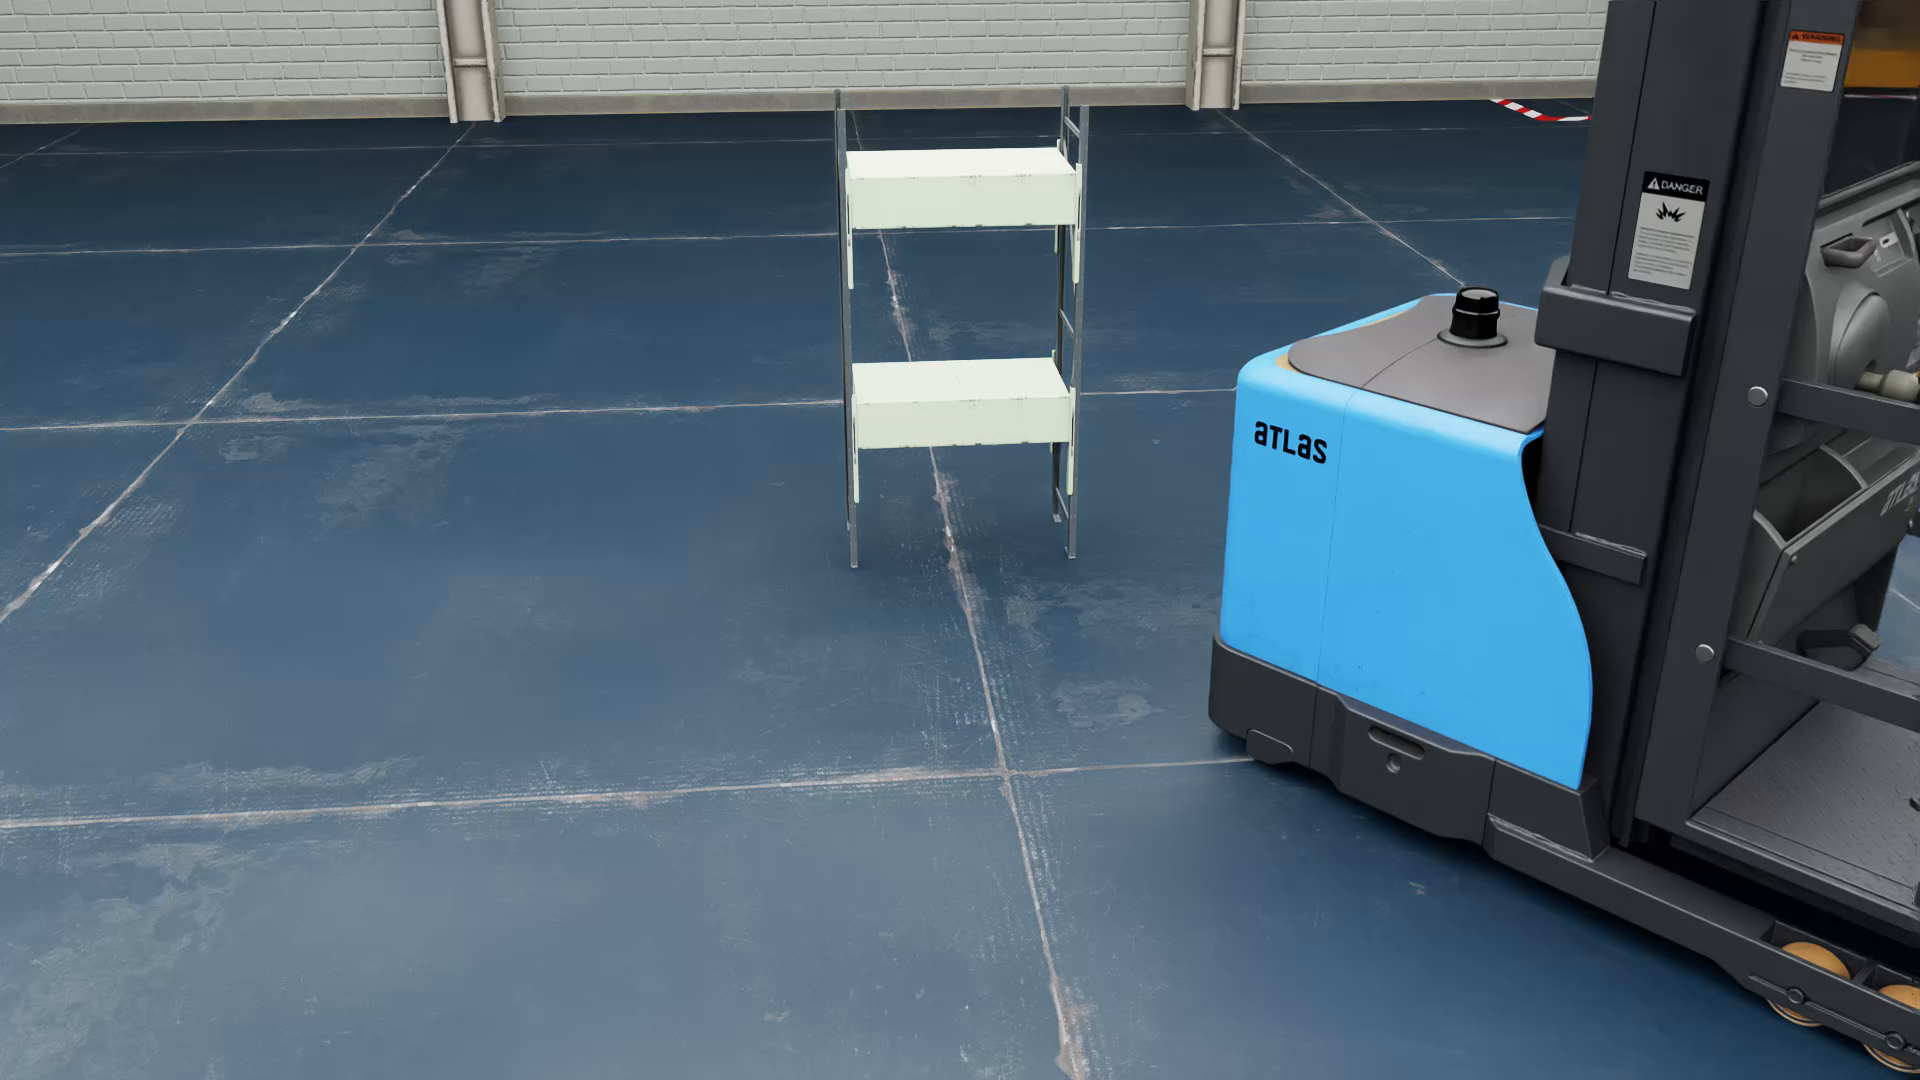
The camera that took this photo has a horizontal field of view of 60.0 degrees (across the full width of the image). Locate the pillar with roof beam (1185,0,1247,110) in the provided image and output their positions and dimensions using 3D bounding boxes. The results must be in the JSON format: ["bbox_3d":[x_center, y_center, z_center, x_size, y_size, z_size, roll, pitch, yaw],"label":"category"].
[{"bbox_3d":[2.527,-5.995,8.159,0.400,9.000,9.100,-2,24,-5],"label":"pillar with roof beam"}]

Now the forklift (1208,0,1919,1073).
[{"bbox_3d":[2.063,-0.508,3.285,1.130,2.935,3.031,-22,32,-40],"label":"forklift"}]

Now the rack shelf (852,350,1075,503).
[{"bbox_3d":[-0.007,-0.387,5.577,0.720,0.370,0.431,-2,24,-5],"label":"rack shelf"}]

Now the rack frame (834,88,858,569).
[{"bbox_3d":[-0.371,-0.670,5.412,0.023,1.500,0.400,-2,24,-5],"label":"rack frame"}]

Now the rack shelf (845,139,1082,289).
[{"bbox_3d":[-0.007,-1.042,5.286,0.720,0.370,0.431,-2,24,-5],"label":"rack shelf"}]

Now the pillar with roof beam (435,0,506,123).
[{"bbox_3d":[-3.444,-5.755,7.620,0.400,9.000,9.100,-2,24,-5],"label":"pillar with roof beam"}]

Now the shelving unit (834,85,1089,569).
[{"bbox_3d":[-0.007,-0.685,5.445,0.755,1.500,0.431,-2,24,-5],"label":"shelving unit"}]

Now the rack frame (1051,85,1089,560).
[{"bbox_3d":[0.358,-0.700,5.478,0.023,1.500,0.400,-2,24,-5],"label":"rack frame"}]
